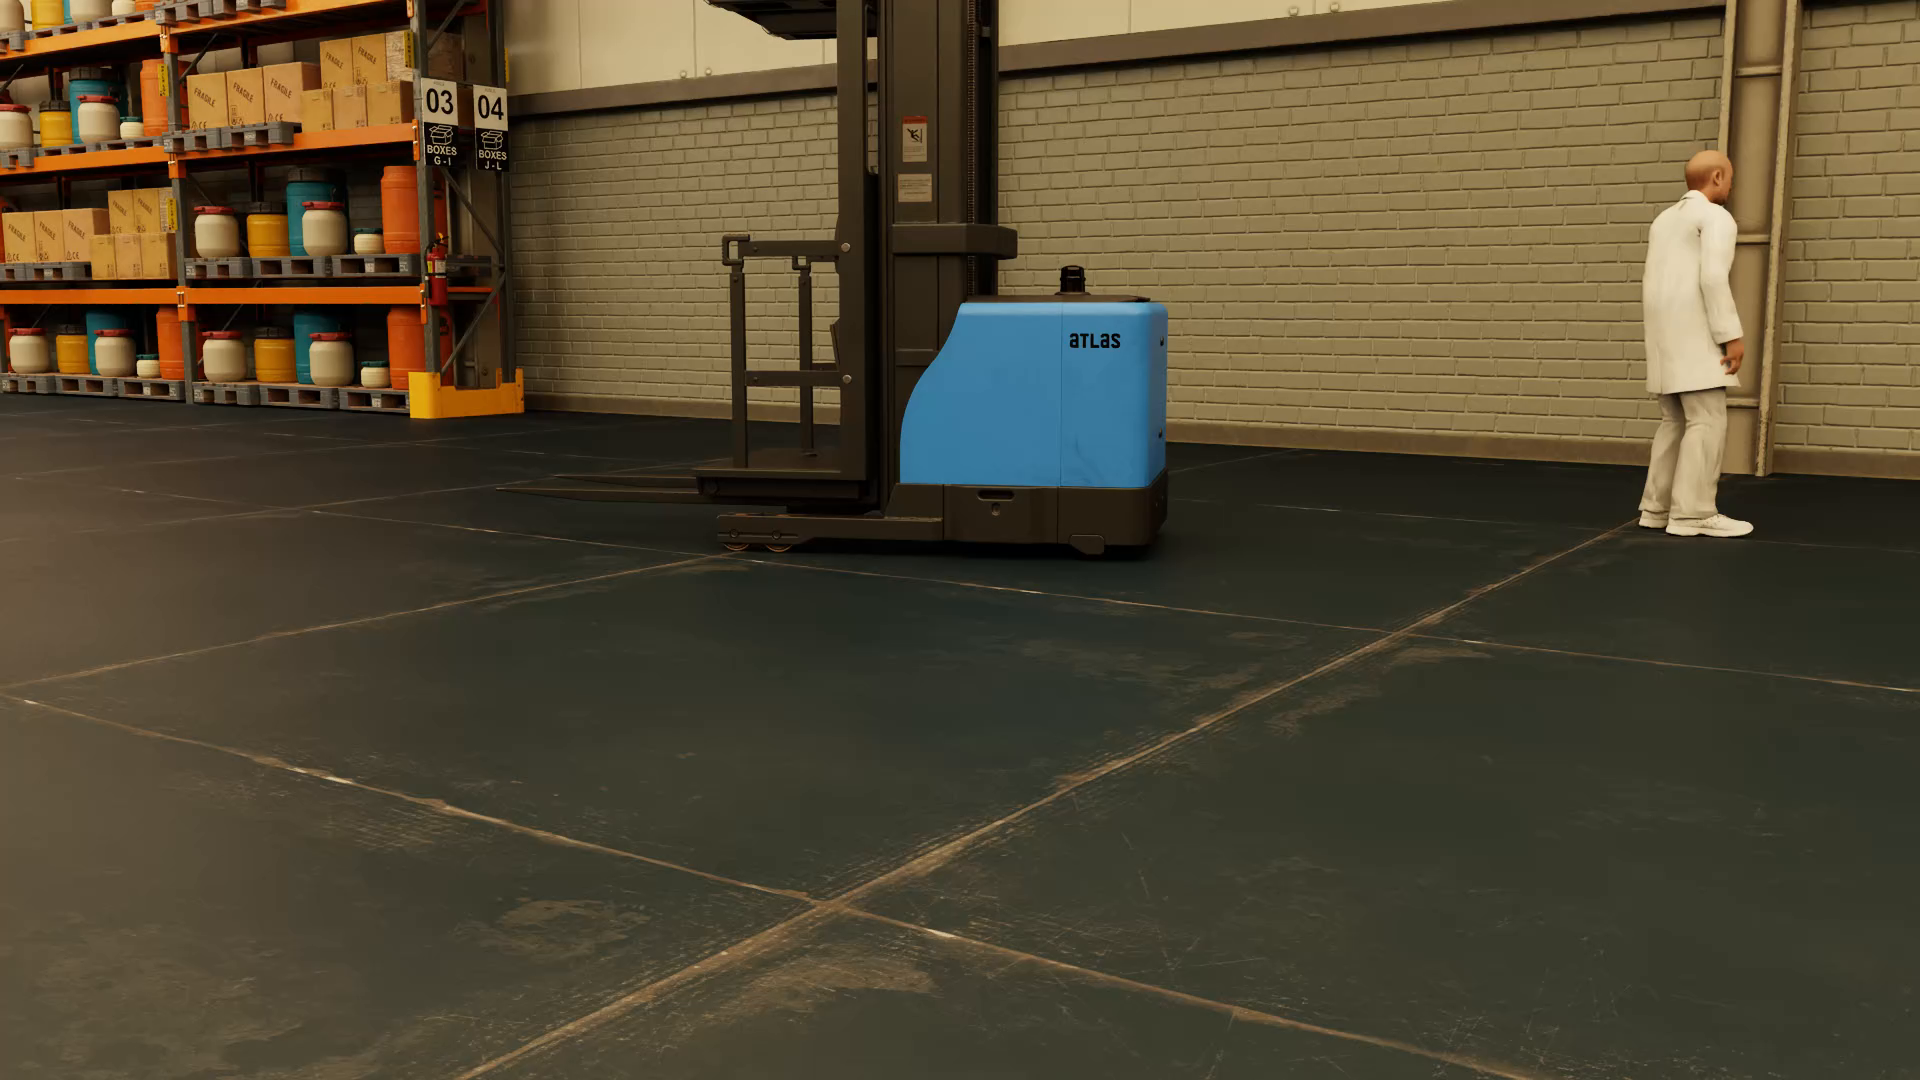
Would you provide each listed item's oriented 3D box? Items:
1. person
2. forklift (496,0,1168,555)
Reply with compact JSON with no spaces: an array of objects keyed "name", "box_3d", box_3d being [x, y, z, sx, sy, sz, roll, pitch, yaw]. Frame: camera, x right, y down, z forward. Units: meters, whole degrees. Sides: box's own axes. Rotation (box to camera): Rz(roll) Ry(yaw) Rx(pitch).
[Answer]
[{"name":"person","box_3d":[3.441,-0.926,7.815,0.425,1.775,0.655,-1,8,-6]},{"name":"forklift","box_3d":[-0.596,-1.469,7.520,3.031,2.935,1.130,2,8,12]}]
